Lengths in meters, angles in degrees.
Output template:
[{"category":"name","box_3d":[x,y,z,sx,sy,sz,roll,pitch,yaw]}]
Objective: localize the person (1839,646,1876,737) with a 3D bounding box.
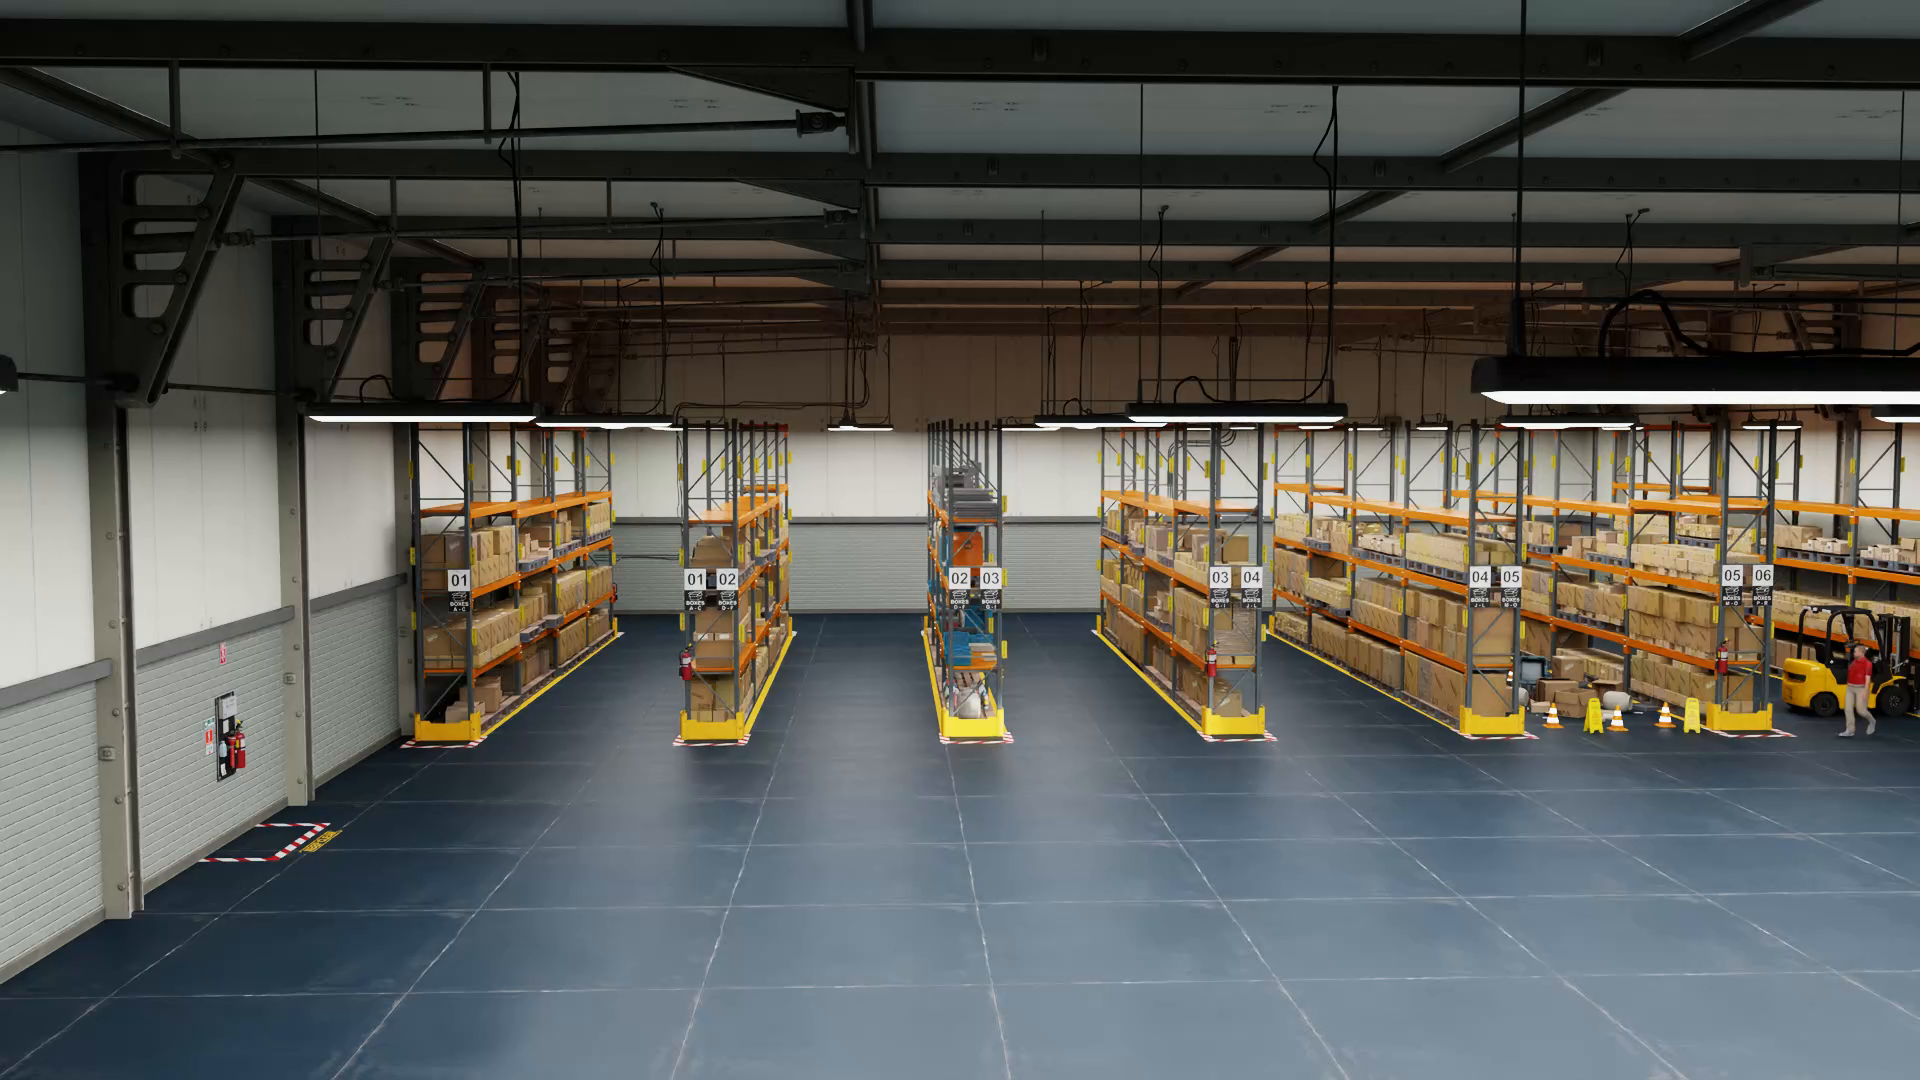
[{"category":"person","box_3d":[16.955,2.848,31.315,0.654,1.719,0.497,-2,4,-27]}]
